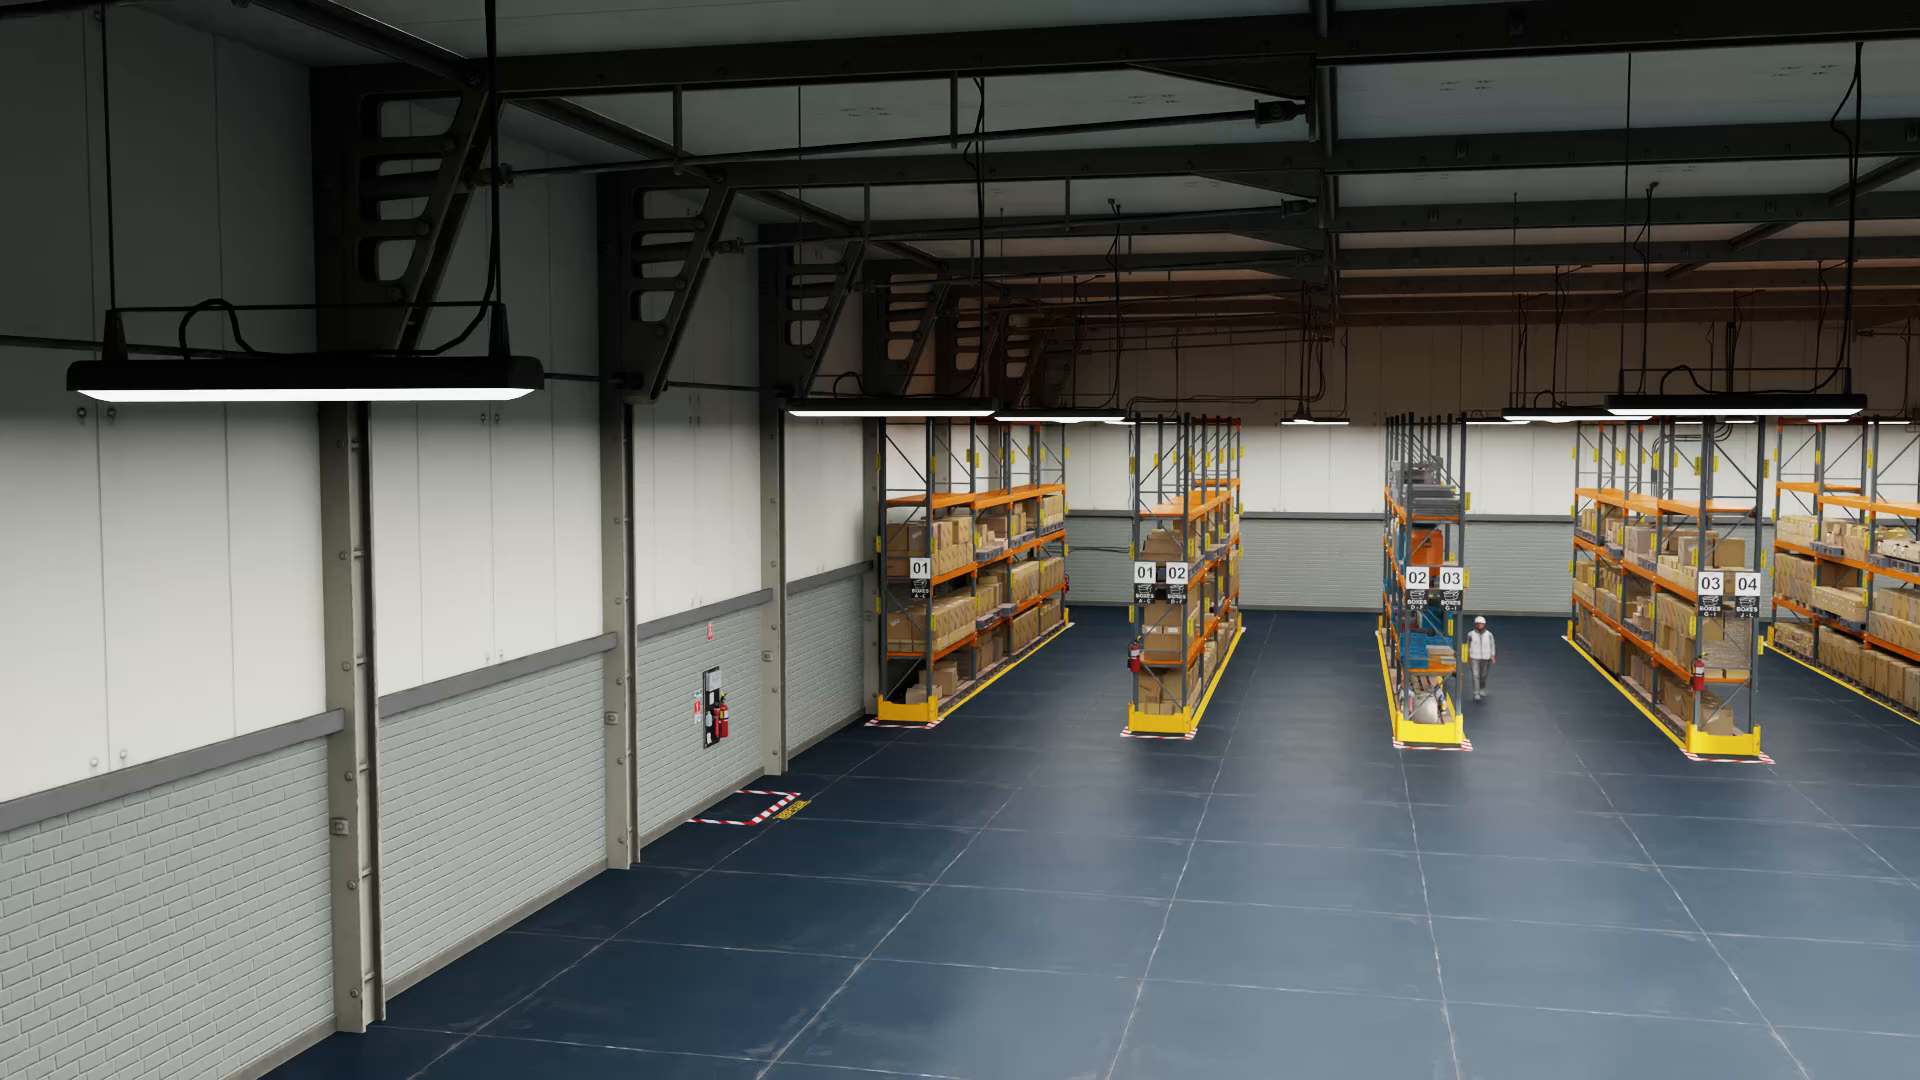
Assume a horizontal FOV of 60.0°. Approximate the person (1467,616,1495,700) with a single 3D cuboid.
[{"bbox_3d":[10.948,2.477,34.927,0.566,1.725,0.997,1,4,9],"label":"person"}]
